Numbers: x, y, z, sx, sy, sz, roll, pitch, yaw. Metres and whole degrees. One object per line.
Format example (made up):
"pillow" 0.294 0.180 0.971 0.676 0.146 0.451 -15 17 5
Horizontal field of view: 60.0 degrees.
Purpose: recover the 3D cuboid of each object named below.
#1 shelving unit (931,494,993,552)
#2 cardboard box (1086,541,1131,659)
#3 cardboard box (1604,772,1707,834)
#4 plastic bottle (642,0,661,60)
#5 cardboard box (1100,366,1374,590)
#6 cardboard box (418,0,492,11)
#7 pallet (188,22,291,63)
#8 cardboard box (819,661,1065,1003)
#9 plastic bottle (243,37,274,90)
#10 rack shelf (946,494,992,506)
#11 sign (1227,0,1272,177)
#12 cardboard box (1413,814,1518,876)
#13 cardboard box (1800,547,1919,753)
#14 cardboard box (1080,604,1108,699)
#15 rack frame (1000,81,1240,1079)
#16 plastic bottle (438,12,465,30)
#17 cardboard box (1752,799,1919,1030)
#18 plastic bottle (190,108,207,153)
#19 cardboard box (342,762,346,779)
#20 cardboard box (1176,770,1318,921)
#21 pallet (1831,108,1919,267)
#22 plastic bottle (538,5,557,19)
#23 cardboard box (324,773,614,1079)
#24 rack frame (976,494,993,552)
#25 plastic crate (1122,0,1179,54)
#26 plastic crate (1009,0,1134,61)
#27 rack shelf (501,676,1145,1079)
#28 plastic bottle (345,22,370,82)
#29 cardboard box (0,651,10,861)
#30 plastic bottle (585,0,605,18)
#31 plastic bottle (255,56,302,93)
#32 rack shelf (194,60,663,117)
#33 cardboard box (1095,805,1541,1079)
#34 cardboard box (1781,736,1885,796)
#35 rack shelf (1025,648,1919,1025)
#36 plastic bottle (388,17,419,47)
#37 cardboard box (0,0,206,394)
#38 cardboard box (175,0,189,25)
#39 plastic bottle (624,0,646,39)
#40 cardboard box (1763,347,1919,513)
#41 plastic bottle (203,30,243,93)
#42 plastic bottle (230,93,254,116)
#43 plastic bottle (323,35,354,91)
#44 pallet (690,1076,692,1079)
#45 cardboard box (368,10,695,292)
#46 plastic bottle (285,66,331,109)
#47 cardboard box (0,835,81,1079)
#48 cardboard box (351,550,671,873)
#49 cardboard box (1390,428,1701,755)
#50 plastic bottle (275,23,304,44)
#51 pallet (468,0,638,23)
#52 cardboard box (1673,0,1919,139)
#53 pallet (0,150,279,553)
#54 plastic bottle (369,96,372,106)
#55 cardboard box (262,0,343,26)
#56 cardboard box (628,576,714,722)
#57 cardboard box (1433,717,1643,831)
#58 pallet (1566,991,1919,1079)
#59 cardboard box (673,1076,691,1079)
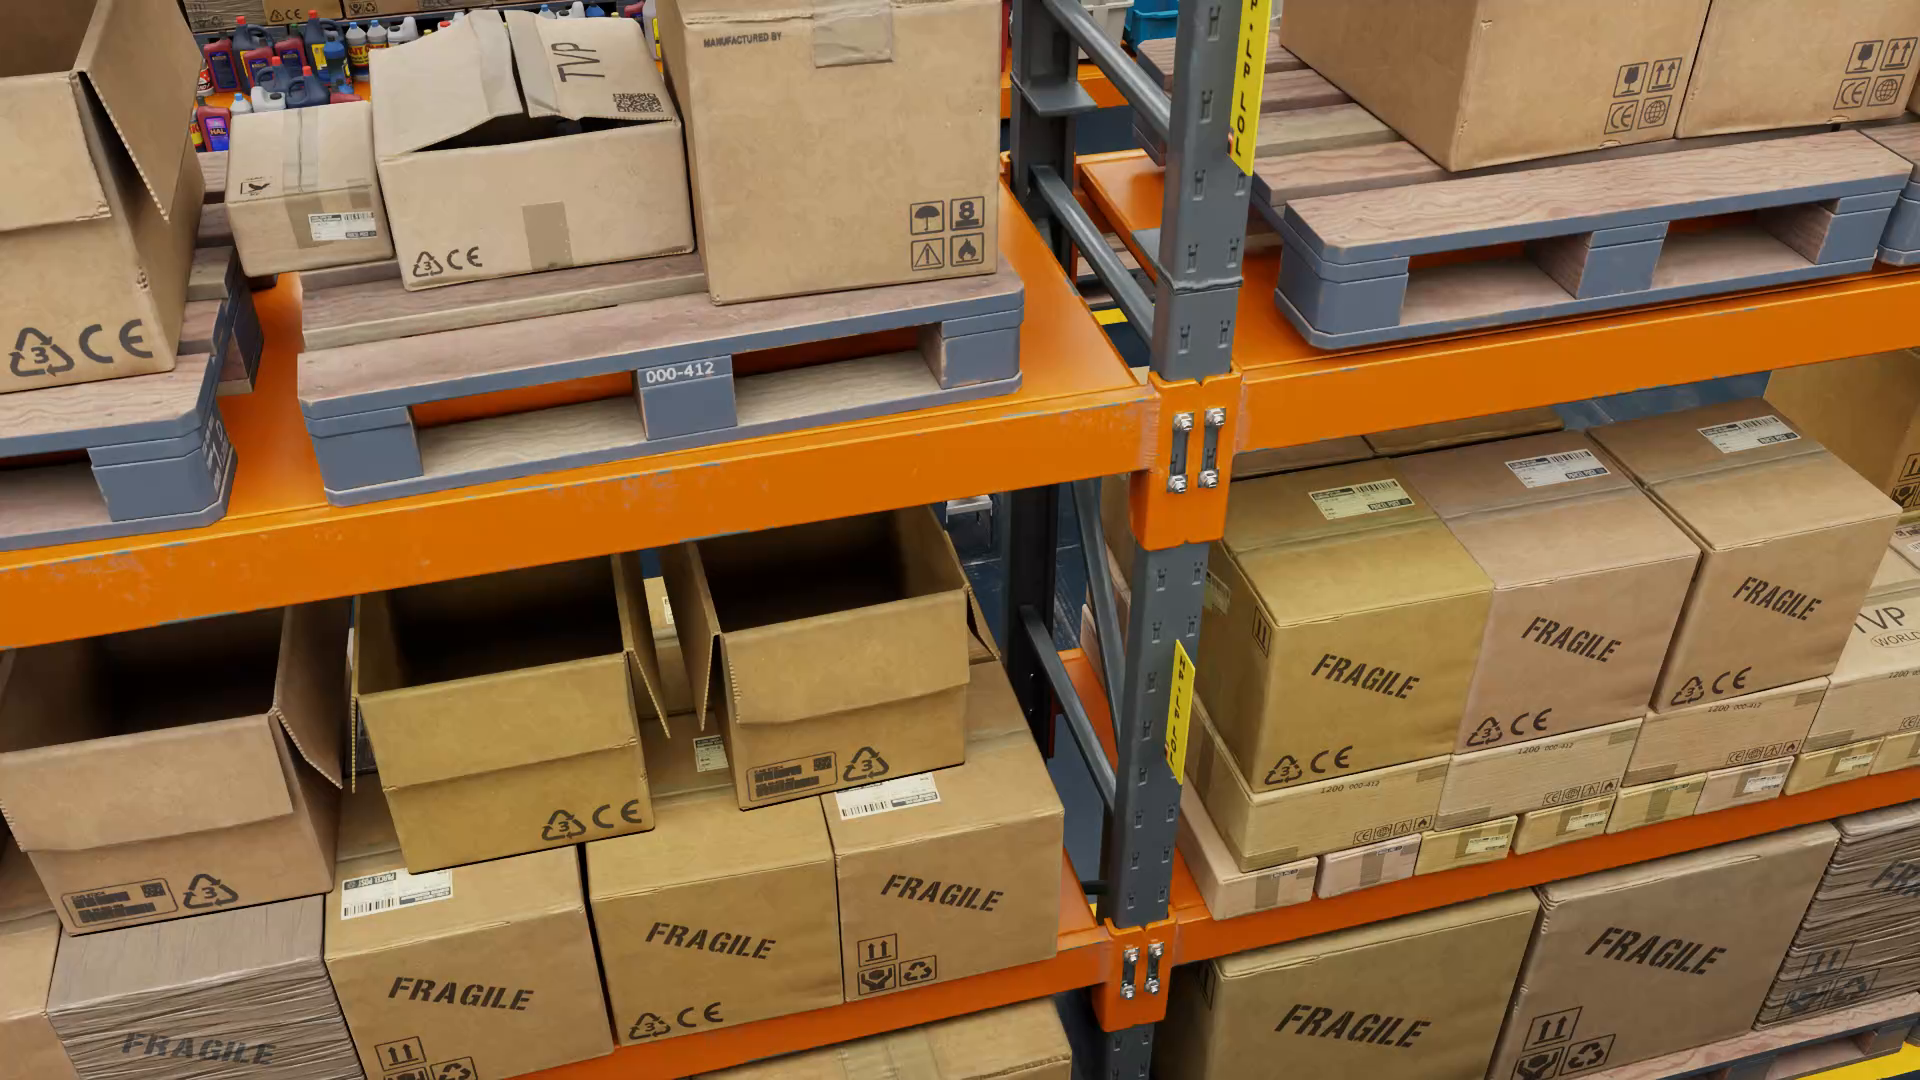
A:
"shelving unit" 0.008 -0.359 6.978 0.210 0.900 0.258 -9 38 -12
"cardboard box" 0.657 0.185 4.417 0.500 0.250 0.500 -10 39 -13
"cardboard box" 1.680 0.549 4.270 0.250 0.149 0.380 -10 39 -13
"plastic bottle" -1.455 -2.546 8.150 0.185 0.351 0.144 -9 38 -12
"cardboard box" 0.674 -0.118 4.197 0.500 0.500 0.500 -8 38 -11
"cardboard box" -3.645 -4.126 11.871 0.500 0.500 0.500 -9 38 -11
"pallet" -5.411 -3.698 11.911 1.213 0.211 1.003 -9 38 -12
"cardboard box" -0.081 0.662 3.833 0.500 0.500 0.500 -9 38 -12
"plastic bottle" -3.255 -2.197 7.750 0.133 0.283 0.061 -9 38 -12
"rack shelf" 0.008 -0.261 7.053 0.200 0.077 0.258 -9 38 -12
"sign" 0.450 -0.737 2.591 0.005 0.325 0.100 -9 38 -12
"cardboard box" 1.180 0.632 4.162 0.250 0.149 0.380 -8 38 -10
"cardboard box" 2.280 0.254 4.328 0.500 0.250 0.500 -9 38 -12
"cardboard box" 0.509 0.327 4.560 0.250 0.149 0.380 -9 38 -12
"rack frame" 0.300 0.468 4.169 0.127 3.000 1.000 -9 38 -12
"plastic bottle" -2.432 -2.392 8.010 0.135 0.276 0.152 -9 38 -12
"cardboard box" 2.686 0.804 5.133 0.875 0.875 0.875 -9 38 -12
"plastic bottle" -3.340 -1.780 7.214 0.097 0.271 0.097 0 37 0
"cardboard box" -1.675 0.599 3.916 0.500 0.500 0.500 -9 38 -11
"cardboard box" 0.672 0.716 4.052 0.250 0.149 0.380 -9 38 -12
"pallet" 2.268 -1.003 3.696 1.213 0.211 1.003 -9 38 -12
"plastic bottle" -2.010 -2.476 8.124 0.097 0.271 0.097 0 37 0
"cardboard box" -1.063 0.824 3.622 0.500 0.500 0.500 -10 38 -12
"rack frame" 0.106 -0.375 6.999 0.006 0.900 0.240 -9 38 -12
"plastic crate" 0.954 -2.553 8.206 0.300 0.233 0.416 -9 38 -12
"plastic crate" 0.530 -2.548 8.160 0.530 0.282 0.437 -9 38 -12
"rack shelf" -1.631 1.070 3.974 4.000 0.370 1.077 -9 38 -12
"plastic bottle" -2.869 -2.335 7.940 0.097 0.271 0.097 0 37 0
"cardboard box" -2.222 0.455 3.278 0.637 0.503 0.797 -8 38 -11
"plastic bottle" -1.786 -2.513 8.172 0.097 0.271 0.097 0 37 0
"plastic bottle" -3.027 -1.974 7.402 0.185 0.351 0.144 -9 38 -12
"rack shelf" -2.923 -1.835 7.772 4.000 0.370 1.077 -9 38 -12
"cardboard box" 0.958 1.087 4.763 0.875 0.875 0.875 -9 38 -12
"cardboard box" 2.176 0.468 4.376 0.250 0.149 0.380 -10 39 -13
"rack shelf" 2.230 0.437 4.802 4.000 0.370 1.077 -9 38 -12
"plastic bottle" -2.656 -2.355 7.962 0.135 0.276 0.152 -9 38 -12
"cardboard box" -1.595 -0.634 2.710 0.637 0.503 0.797 -10 38 -13
"cardboard box" -5.627 -3.796 11.439 0.500 0.500 0.500 -8 38 -10
"plastic bottle" -1.586 -2.562 8.226 0.133 0.283 0.061 -9 38 -12
"cardboard box" 2.646 -0.440 4.617 0.500 0.500 0.500 -10 39 -13
"plastic bottle" -3.471 -2.253 7.822 0.133 0.283 0.061 -9 38 -12
"plastic bottle" -3.117 -1.817 7.262 0.097 0.271 0.097 0 37 0
"plastic bottle" -2.925 -2.235 7.809 0.097 0.271 0.097 0 37 0
"pallet" -0.426 1.742 4.799 1.213 0.211 1.003 -9 38 -12
"cardboard box" -0.783 -0.734 2.999 0.500 0.311 0.500 -11 39 -13
"plastic bottle" -2.857 -1.906 7.313 0.185 0.351 0.144 -9 38 -12
"cardboard box" -2.031 0.978 3.420 0.500 0.500 0.500 -10 39 -13
"cardboard box" -0.980 0.238 3.563 0.637 0.503 0.797 -9 38 -11
"cardboard box" 1.306 0.112 3.896 0.500 0.500 0.500 -9 38 -12
"plastic bottle" -3.163 -2.303 7.888 0.133 0.283 0.061 -9 38 -12
"pallet" -3.055 -4.085 12.416 1.213 0.211 1.003 -9 38 -12
"cardboard box" 1.560 -1.211 3.386 0.500 0.500 0.700 -7 38 -10
"pallet" -1.875 -0.327 2.895 1.213 0.211 1.003 -8 38 -10
"plastic bottle" -2.586 -1.876 7.397 0.097 0.201 0.097 0 37 0
"cardboard box" -4.638 -3.959 11.652 0.500 0.500 0.500 -10 38 -13
"cardboard box" -0.695 0.435 4.131 0.500 0.500 0.500 -9 38 -12
"cardboard box" 1.303 0.413 4.120 0.500 0.250 0.500 -9 38 -12
"pallet" 2.234 1.305 5.370 1.213 0.211 1.003 -9 38 -12
"cardboard box" -1.175 1.400 4.354 0.875 0.875 1.225 -11 39 -14
